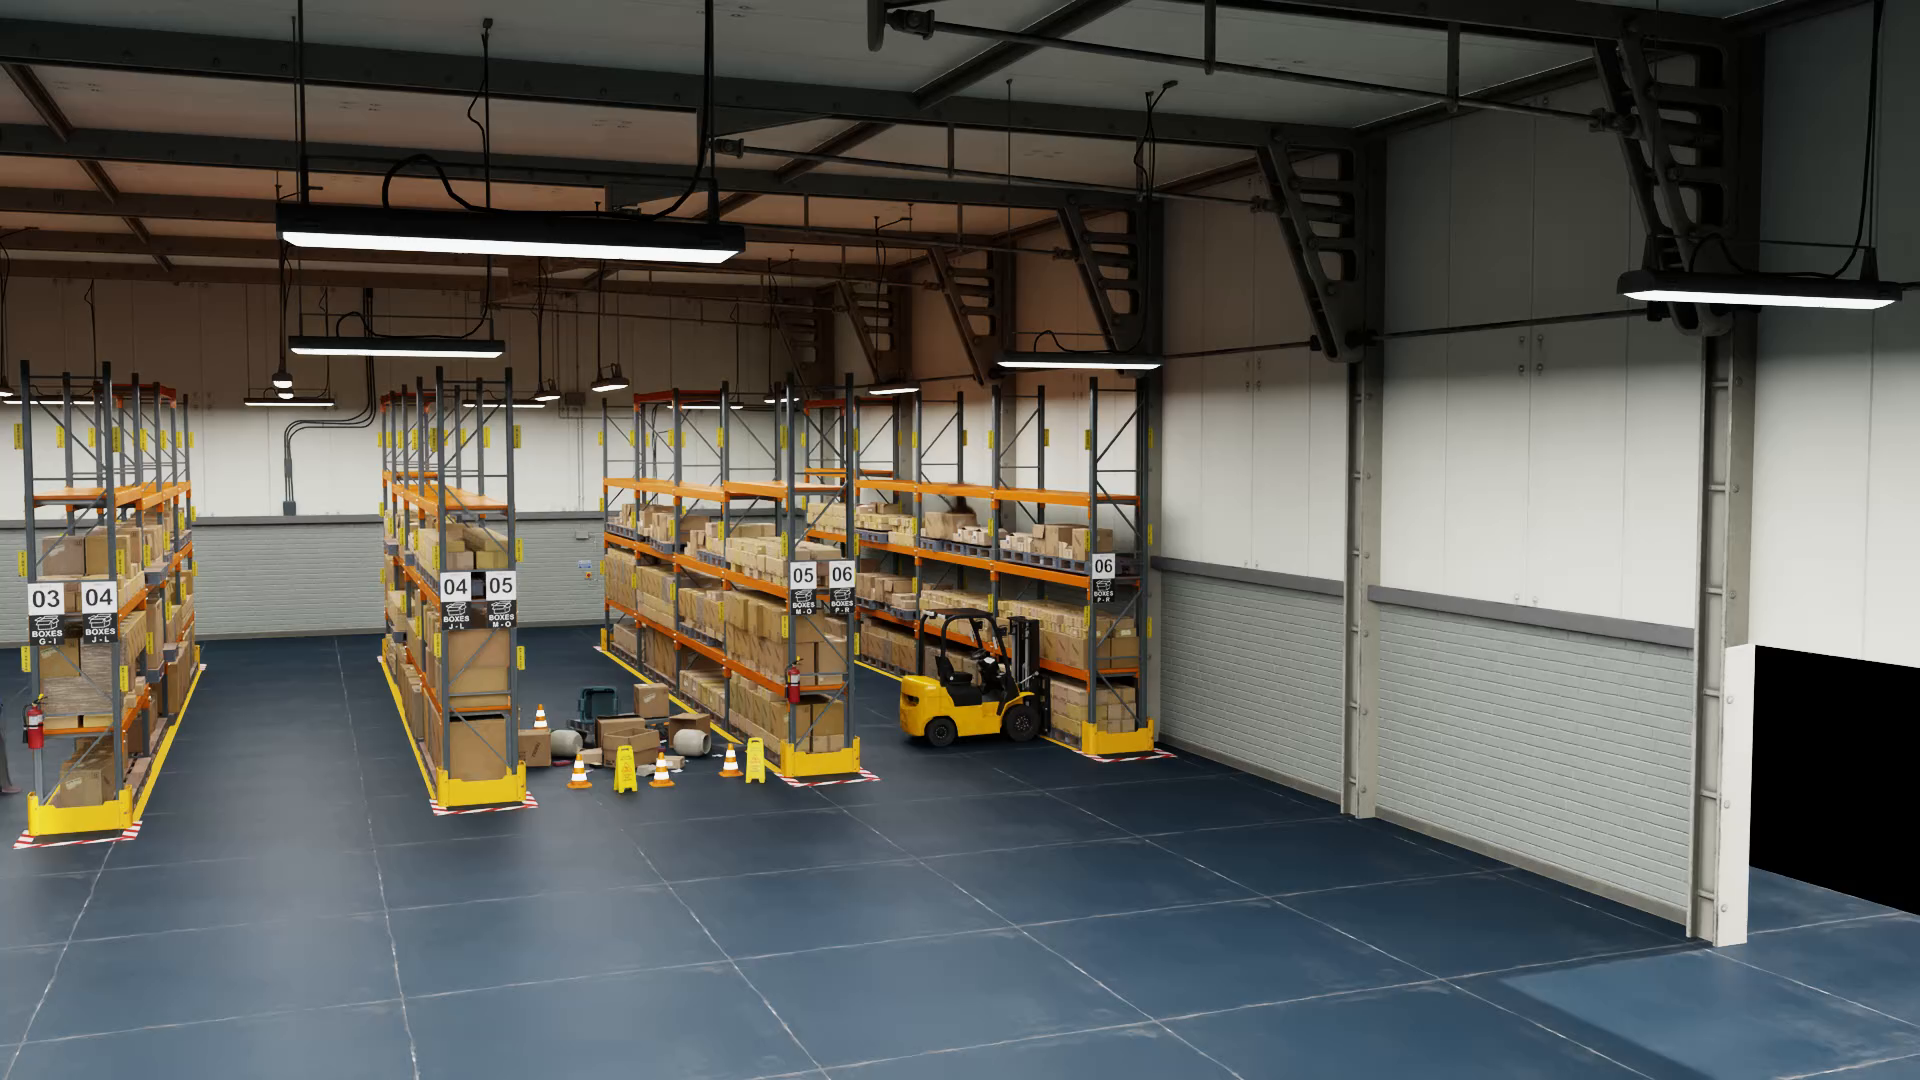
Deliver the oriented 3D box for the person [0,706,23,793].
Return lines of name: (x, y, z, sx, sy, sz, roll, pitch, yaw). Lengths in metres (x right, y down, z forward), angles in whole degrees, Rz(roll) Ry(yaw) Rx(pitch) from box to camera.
person: (-13.634, 2.774, 23.422, 0.591, 1.644, 0.485, 0, 3, 8)
